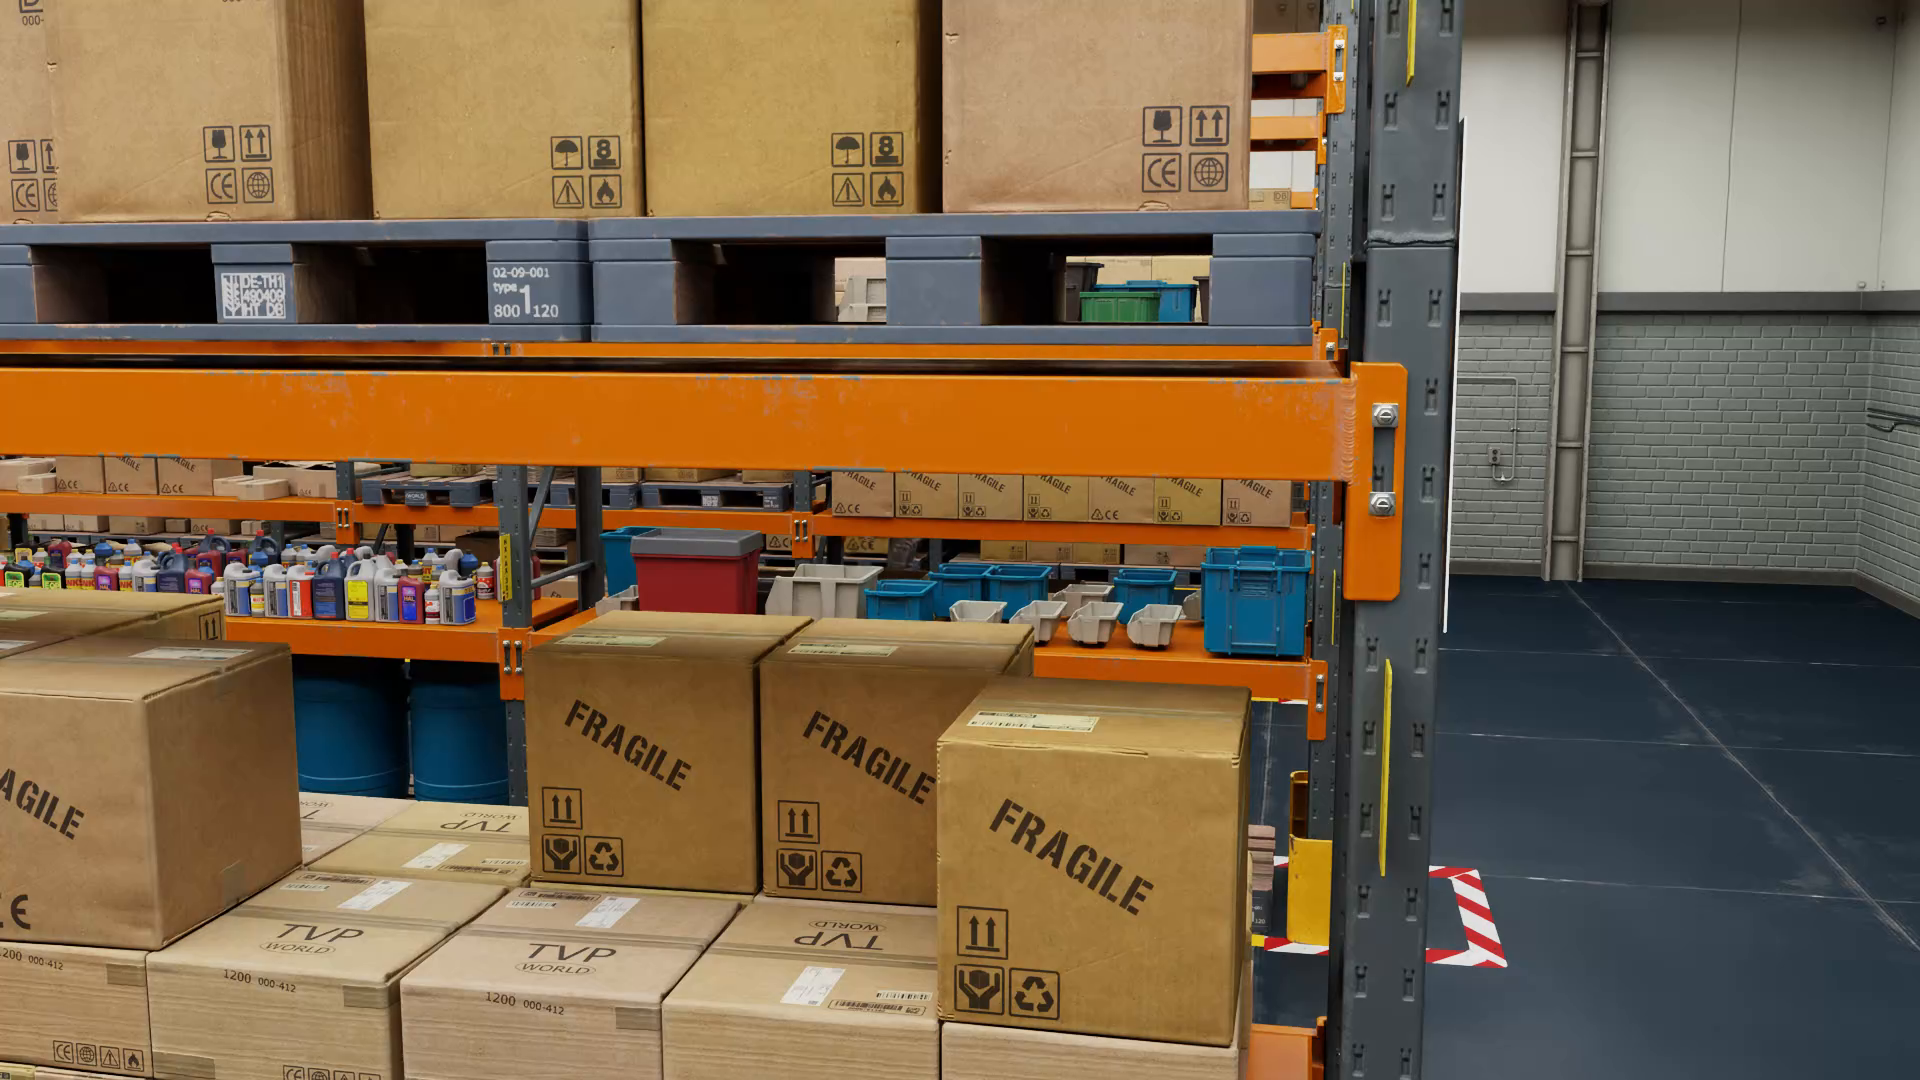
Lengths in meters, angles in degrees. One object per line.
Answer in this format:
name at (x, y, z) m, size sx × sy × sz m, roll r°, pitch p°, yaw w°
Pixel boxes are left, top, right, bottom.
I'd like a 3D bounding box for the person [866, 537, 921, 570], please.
person at (-0.613, -0.093, 15.465) m, size 0.593 × 1.767 × 0.491 m, roll 1°, pitch 8°, yaw 10°
